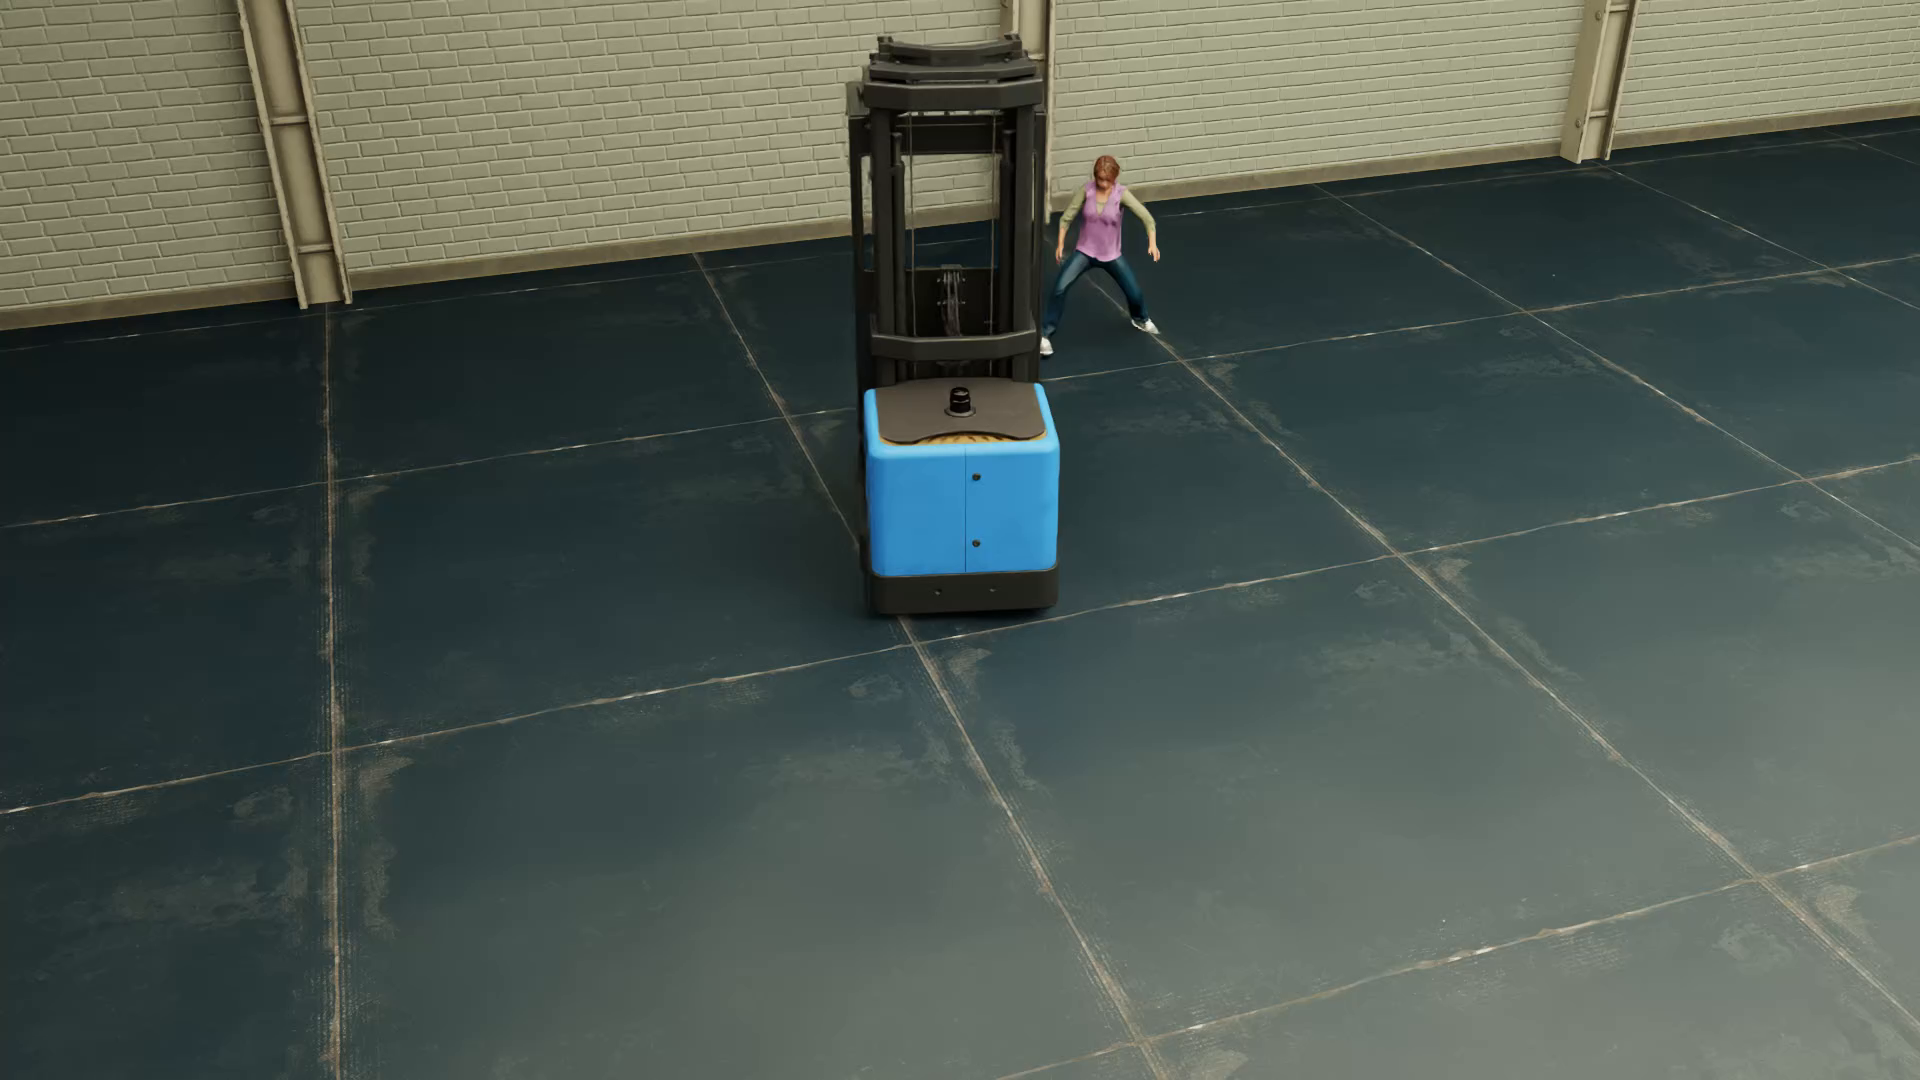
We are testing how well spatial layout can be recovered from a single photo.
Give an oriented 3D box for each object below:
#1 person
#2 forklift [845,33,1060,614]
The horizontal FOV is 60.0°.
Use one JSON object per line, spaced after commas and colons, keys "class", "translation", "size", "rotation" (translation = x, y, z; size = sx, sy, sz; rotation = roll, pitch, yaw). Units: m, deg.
{"class": "person", "translation": [1.053, -2.106, 12.288], "size": [0.876, 1.459, 0.835], "rotation": [6, 30, 10]}
{"class": "forklift", "translation": [-0.091, -1.567, 9.810], "size": [1.130, 2.935, 3.031], "rotation": [-2, 30, -4]}
